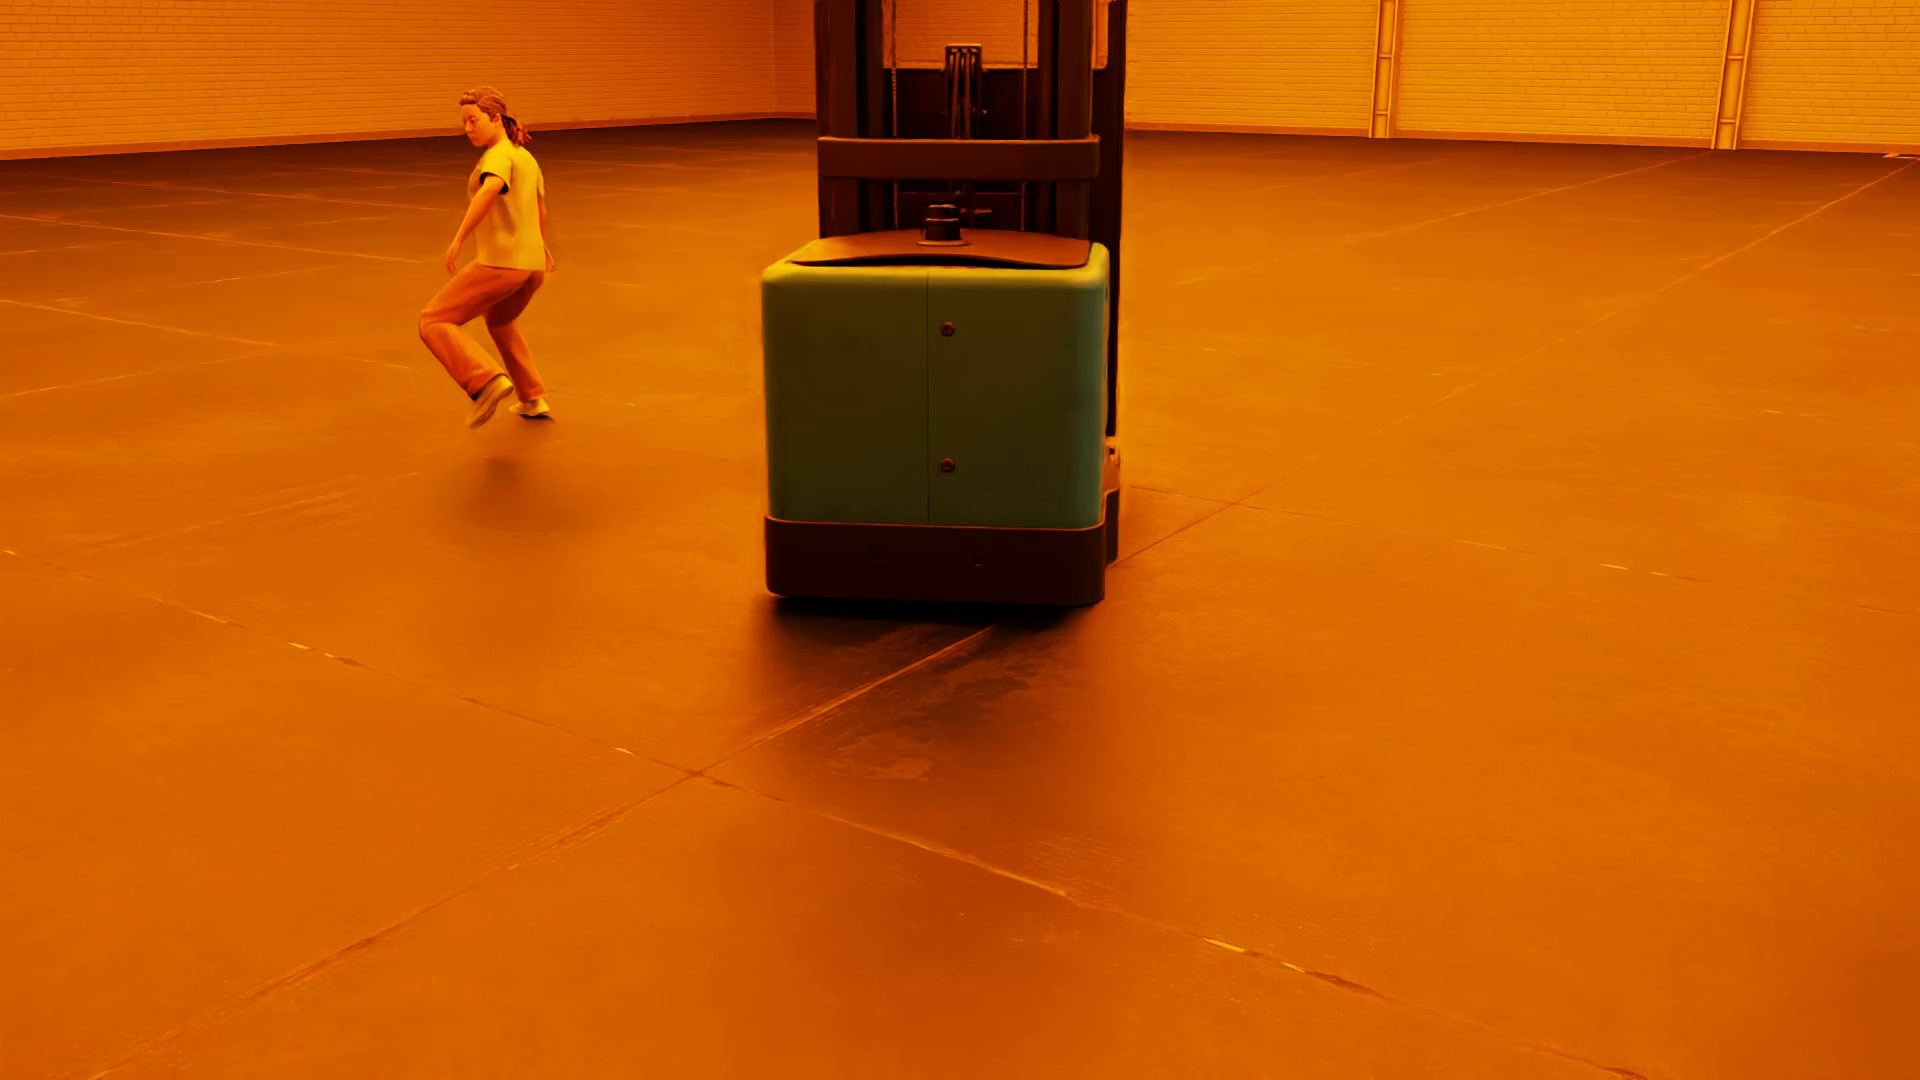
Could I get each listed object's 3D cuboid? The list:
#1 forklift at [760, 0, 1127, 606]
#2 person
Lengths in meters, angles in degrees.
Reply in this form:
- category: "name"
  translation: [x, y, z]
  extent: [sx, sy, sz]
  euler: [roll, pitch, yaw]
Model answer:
- category: "forklift"
  translation: [0.062, -1.579, 6.113]
  extent: [1.130, 2.935, 3.031]
  euler: [2, 17, 6]
- category: "person"
  translation: [-2.085, -1.263, 7.571]
  extent: [0.502, 1.558, 0.972]
  euler: [5, 17, 17]
